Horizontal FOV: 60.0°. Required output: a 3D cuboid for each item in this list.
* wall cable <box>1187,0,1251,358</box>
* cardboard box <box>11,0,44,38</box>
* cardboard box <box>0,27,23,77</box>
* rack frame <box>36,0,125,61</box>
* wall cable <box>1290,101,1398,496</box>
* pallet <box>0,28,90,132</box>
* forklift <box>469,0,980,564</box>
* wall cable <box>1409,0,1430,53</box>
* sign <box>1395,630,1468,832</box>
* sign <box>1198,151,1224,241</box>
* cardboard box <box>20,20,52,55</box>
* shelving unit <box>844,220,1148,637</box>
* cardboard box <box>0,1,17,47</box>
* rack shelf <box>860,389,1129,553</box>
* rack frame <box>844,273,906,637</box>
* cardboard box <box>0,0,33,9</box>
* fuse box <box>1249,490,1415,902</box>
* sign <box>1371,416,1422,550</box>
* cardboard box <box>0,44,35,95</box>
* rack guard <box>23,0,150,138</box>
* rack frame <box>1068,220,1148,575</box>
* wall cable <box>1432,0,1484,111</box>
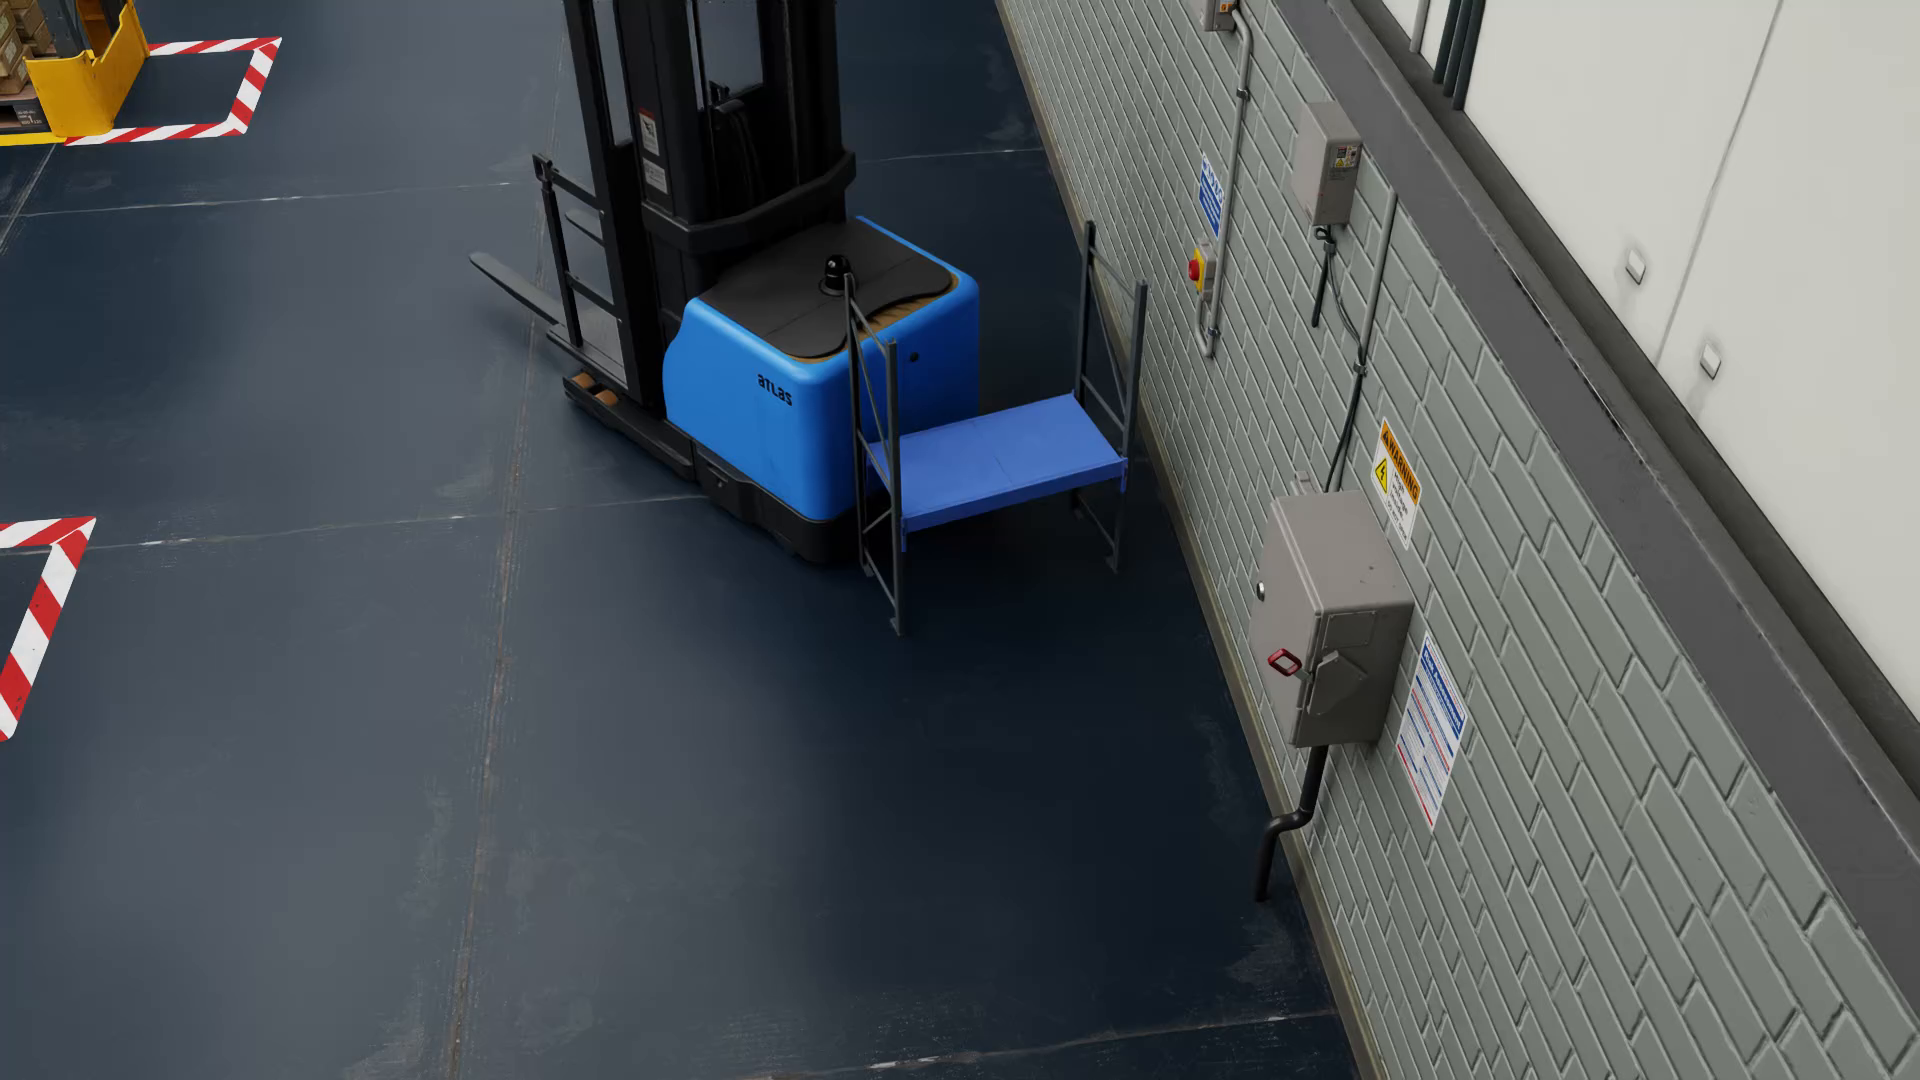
[{"bbox_3d":[0.928,-1.601,6.214,0.123,1.953,0.585,-5,42,-6],"label":"wall cable"},{"bbox_3d":[-5.955,-3.318,10.493,0.250,0.149,0.380,-3,42,-4],"label":"cardboard box"},{"bbox_3d":[-5.889,-2.958,10.093,0.250,0.149,0.380,-6,42,-7],"label":"cardboard box"},{"bbox_3d":[-5.402,-3.985,9.640,0.127,3.000,1.000,-5,42,-6],"label":"rack frame"},{"bbox_3d":[1.123,-0.648,5.181,0.122,1.984,0.588,-5,42,-6],"label":"wall cable"},{"bbox_3d":[-6.288,-2.896,10.514,1.213,0.211,1.003,-5,42,-6],"label":"pallet"},{"bbox_3d":[-1.297,-1.868,7.343,1.130,2.935,3.031,-34,52,-32],"label":"forklift"},{"bbox_3d":[1.038,-3.116,4.196,0.029,3.000,2.355,-5,42,-6],"label":"wall cable"},{"bbox_3d":[1.325,0.541,4.692,0.001,0.494,0.329,-5,42,-6],"label":"sign"},{"bbox_3d":[0.982,-1.349,6.516,0.001,0.218,0.327,-5,42,-6],"label":"sign"},{"bbox_3d":[-5.964,-3.250,10.639,0.250,0.149,0.380,-4,42,-5],"label":"cardboard box"},{"bbox_3d":[0.134,-0.435,6.823,1.048,1.500,0.538,-15,44,-16],"label":"shelving unit"},{"bbox_3d":[-5.895,-3.089,10.017,0.250,0.149,0.380,-5,42,-5],"label":"cardboard box"},{"bbox_3d":[0.134,-0.301,6.944,1.000,0.185,0.538,-15,44,-16],"label":"rack shelf"},{"bbox_3d":[-0.337,-0.307,6.681,0.032,1.500,0.500,-15,44,-16],"label":"rack frame"},{"bbox_3d":[-5.966,-3.484,10.454,0.250,0.149,0.380,-7,42,-7],"label":"cardboard box"},{"bbox_3d":[1.055,0.674,5.436,0.414,1.711,0.539,-5,42,-6],"label":"fuse box"},{"bbox_3d":[1.253,-0.165,4.788,0.001,0.242,0.339,-5,42,-6],"label":"sign"},{"bbox_3d":[-5.897,-2.898,10.250,0.250,0.149,0.380,-4,42,-5],"label":"cardboard box"},{"bbox_3d":[-5.478,-3.050,10.470,0.348,0.500,1.175,-5,42,-6],"label":"rack guard"},{"bbox_3d":[0.605,-0.563,6.965,0.032,1.500,0.500,-15,44,-16],"label":"rack frame"},{"bbox_3d":[1.362,-1.276,2.129,0.133,3.039,2.988,-5,42,-6],"label":"wall cable"}]
